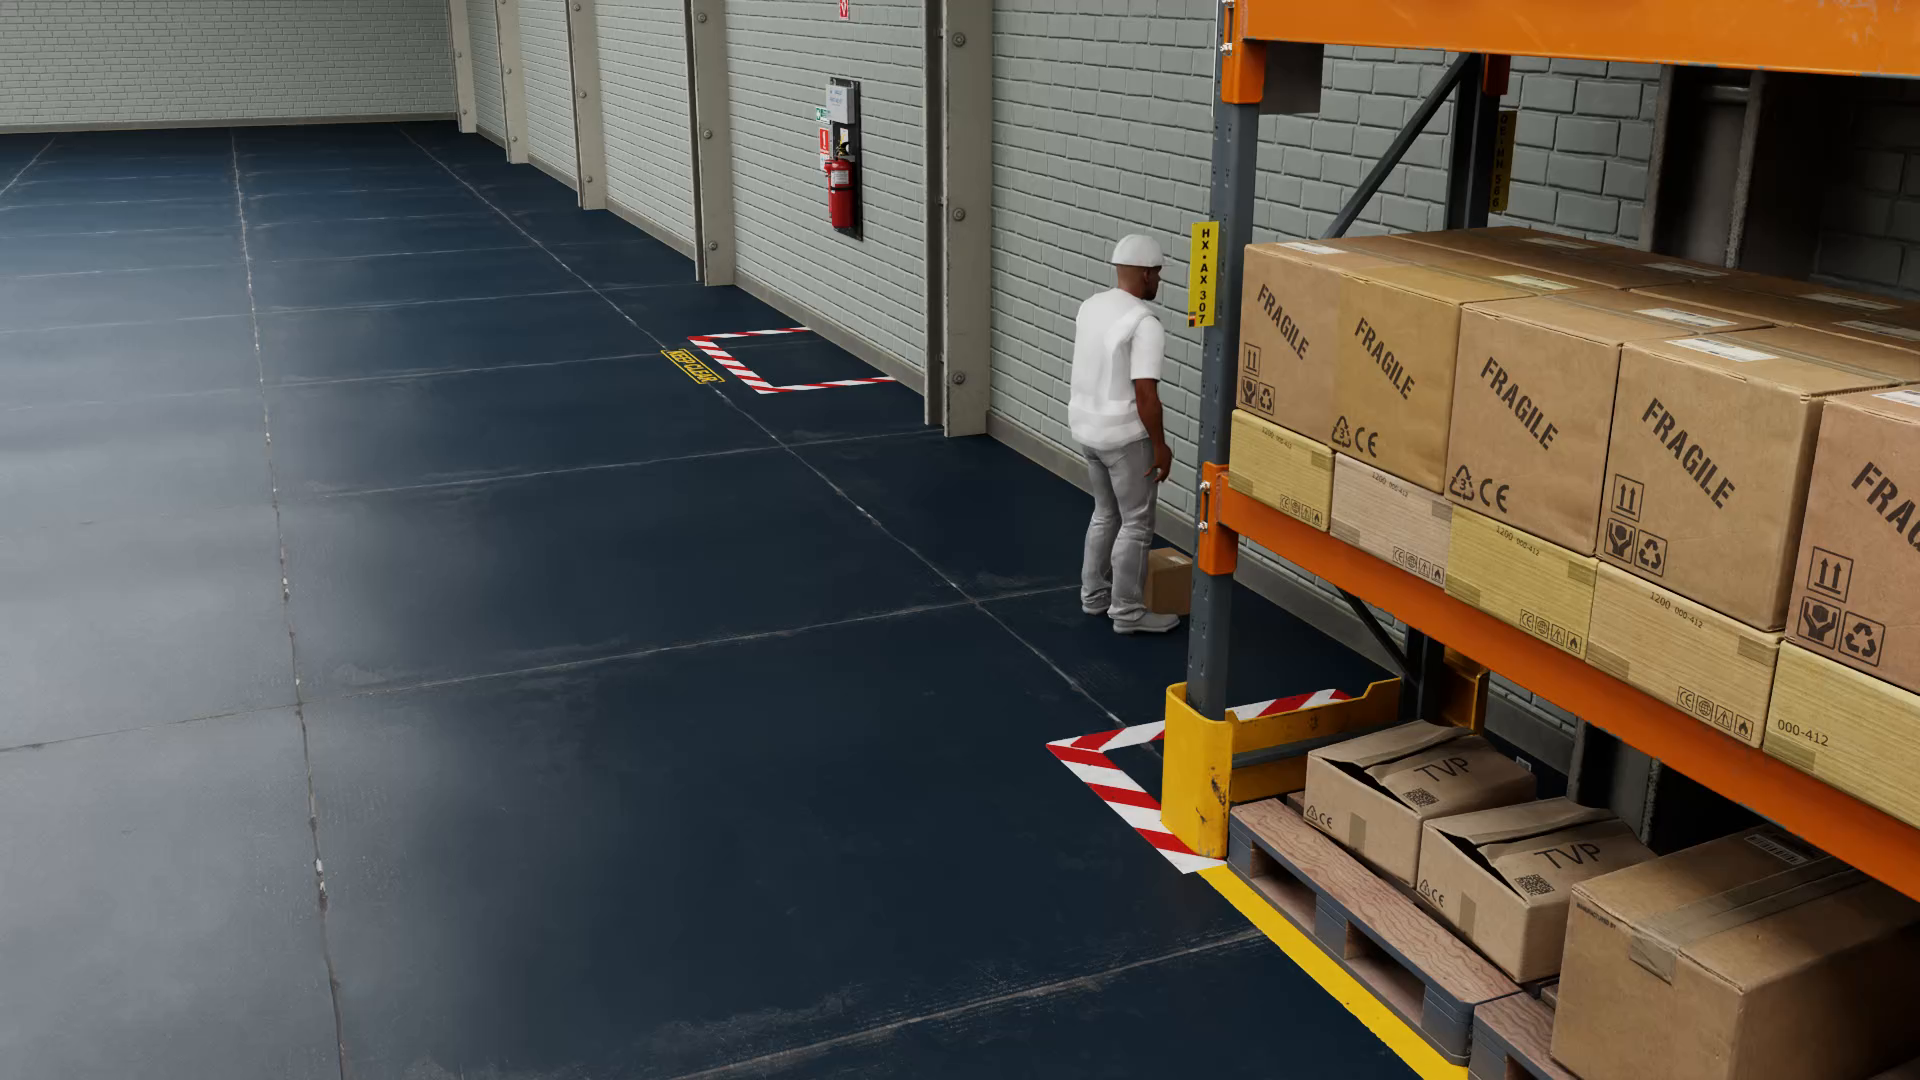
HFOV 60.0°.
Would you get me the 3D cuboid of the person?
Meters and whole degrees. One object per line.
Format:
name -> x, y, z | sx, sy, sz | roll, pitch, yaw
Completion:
person -> 0.734, -0.480, 7.454 | 0.461, 1.759, 0.632 | -9, 21, -25
